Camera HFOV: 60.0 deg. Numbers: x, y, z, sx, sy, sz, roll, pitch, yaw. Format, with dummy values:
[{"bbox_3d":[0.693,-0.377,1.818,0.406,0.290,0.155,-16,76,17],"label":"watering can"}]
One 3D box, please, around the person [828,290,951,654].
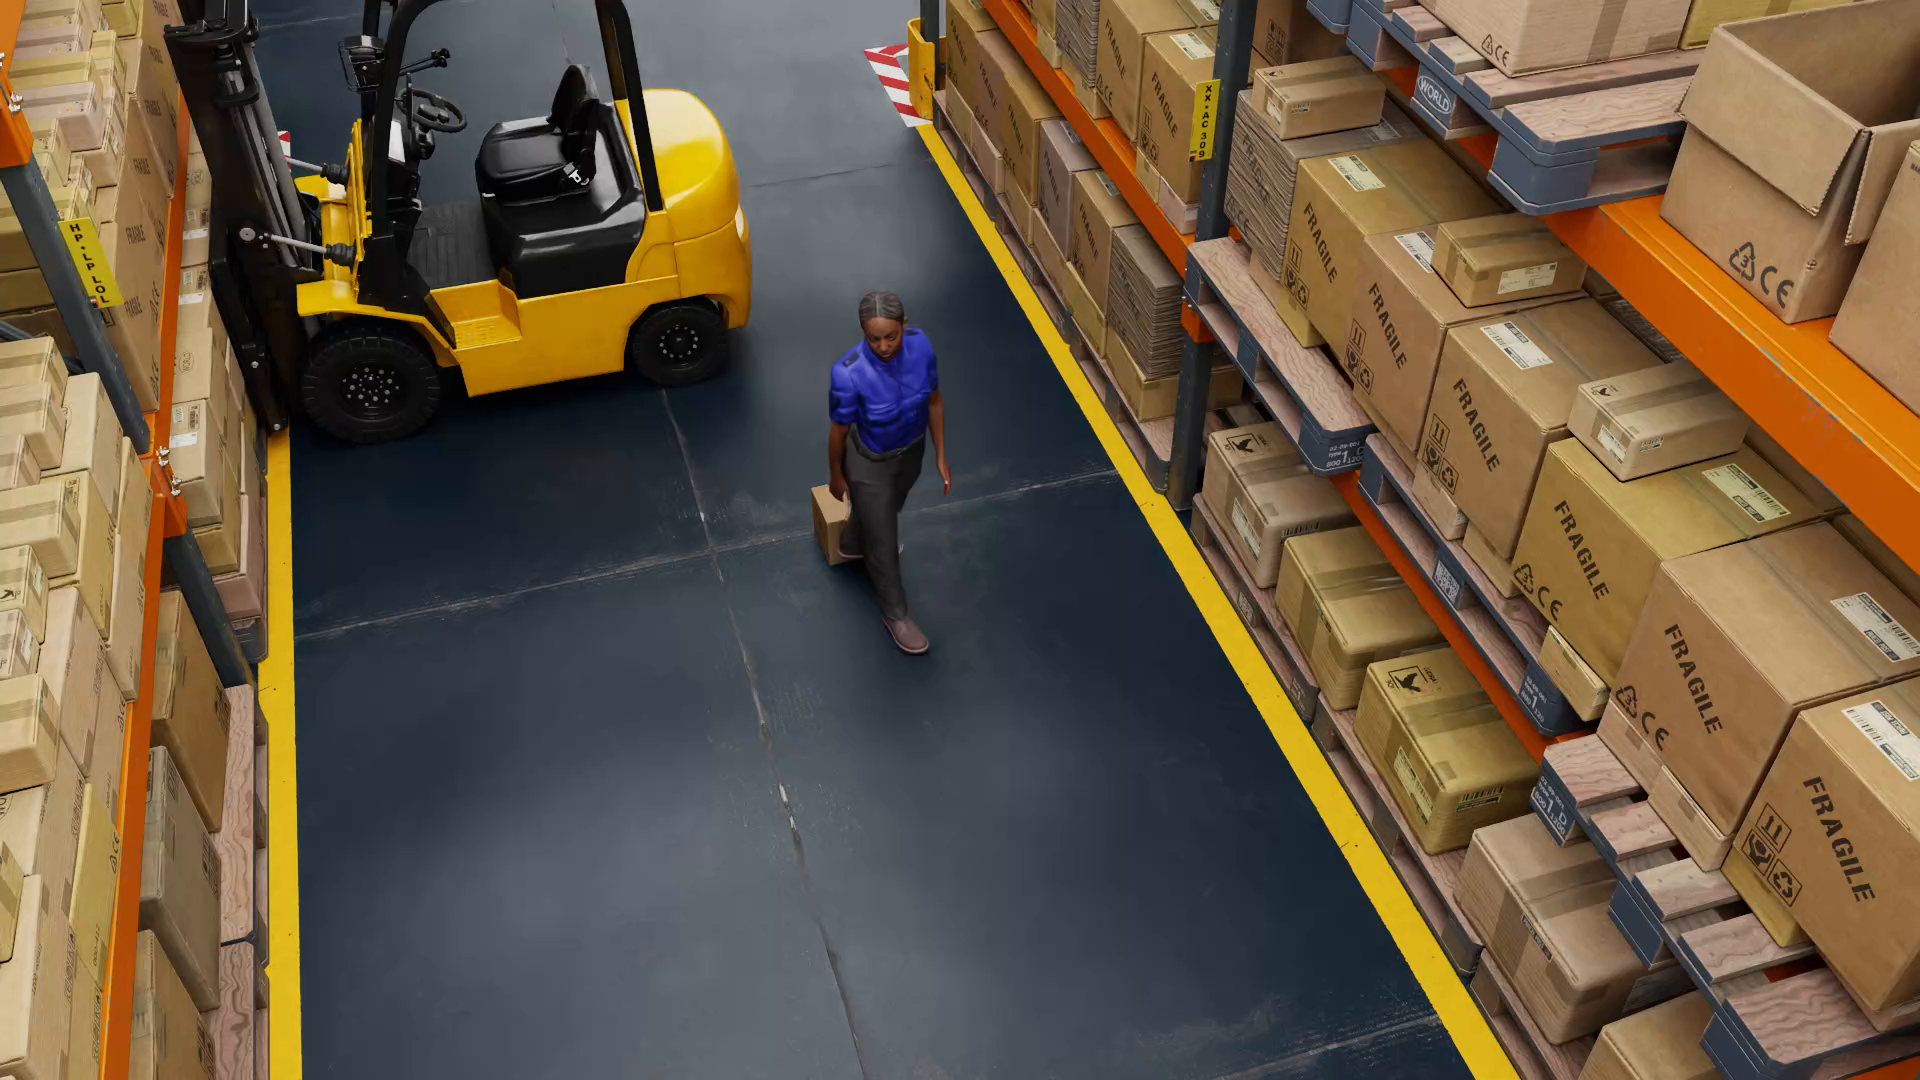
[{"bbox_3d":[-0.310,-0.344,6.535,0.482,1.645,0.692,-31,51,-29],"label":"person"}]
